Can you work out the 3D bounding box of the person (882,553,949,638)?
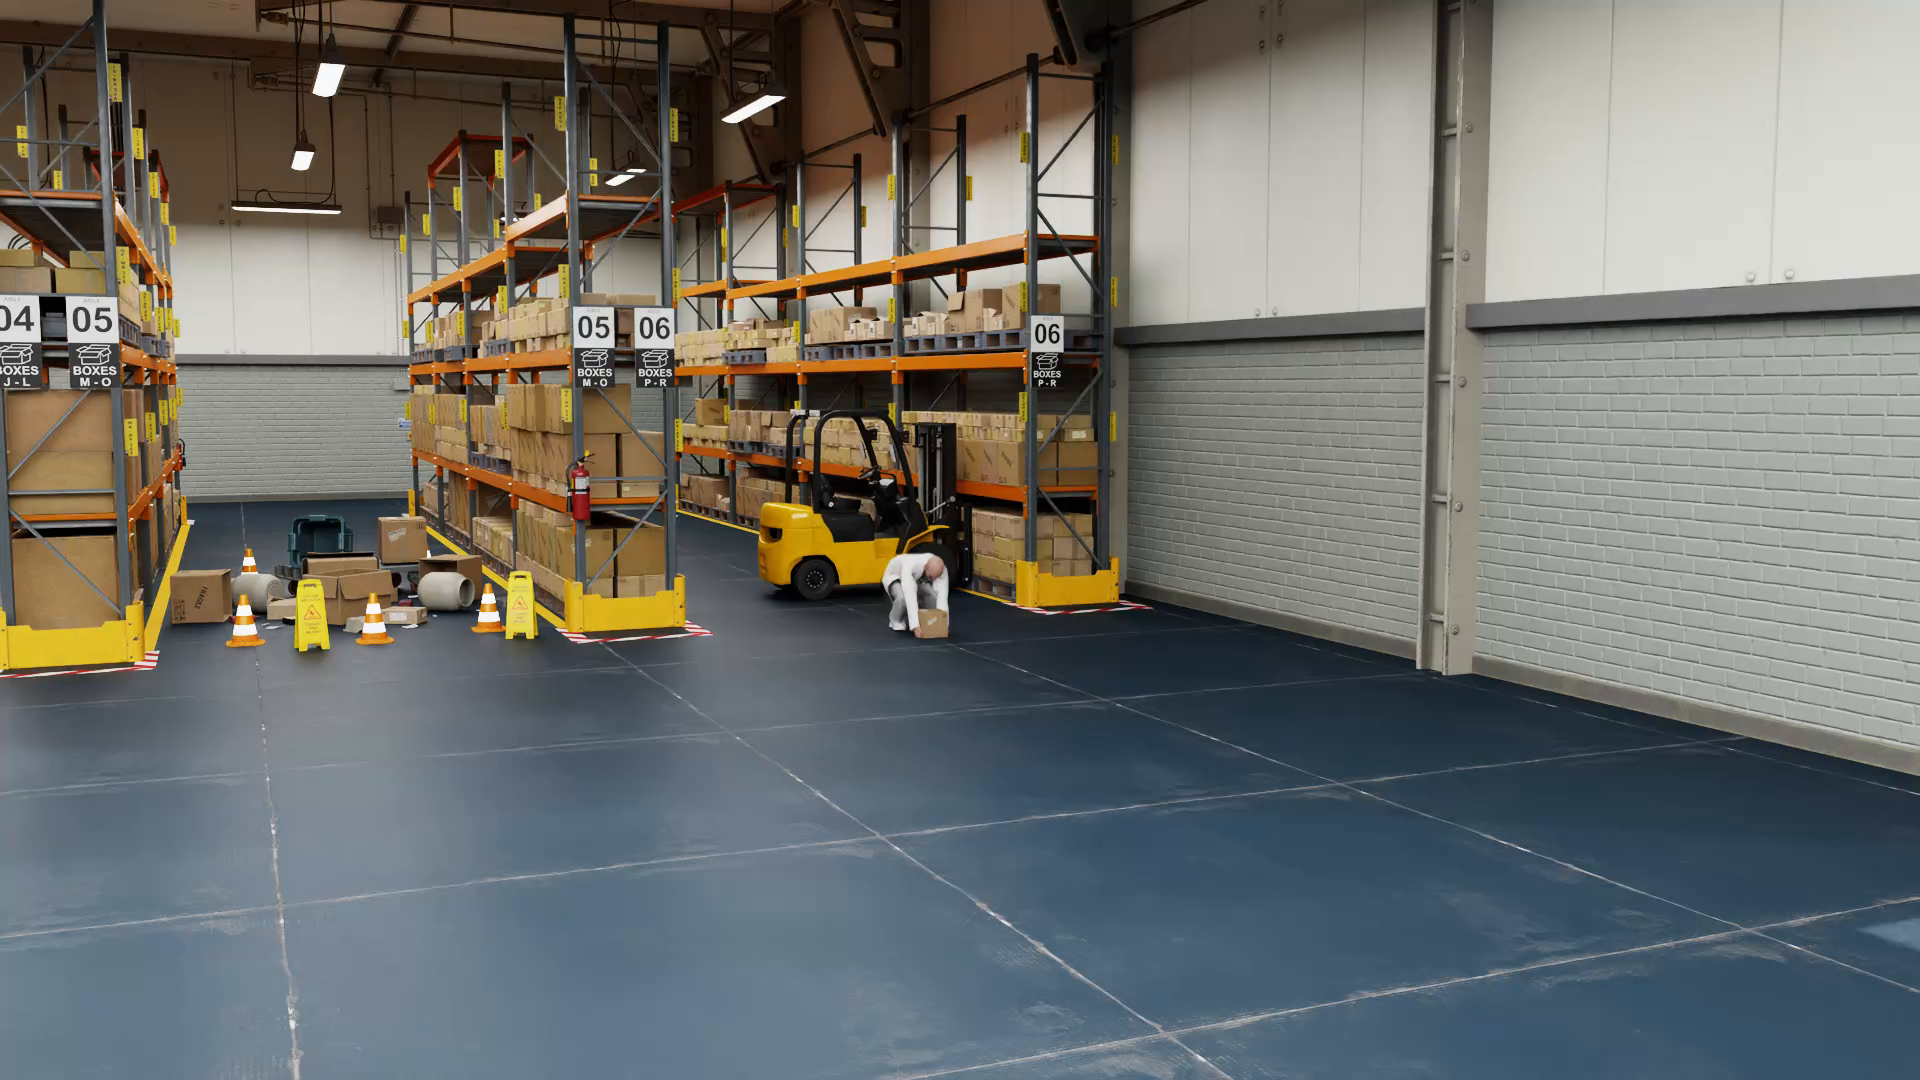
[{"bbox_3d":[-0.428,0.526,16.495,0.576,0.806,0.947,-2,6,-25],"label":"person"}]
